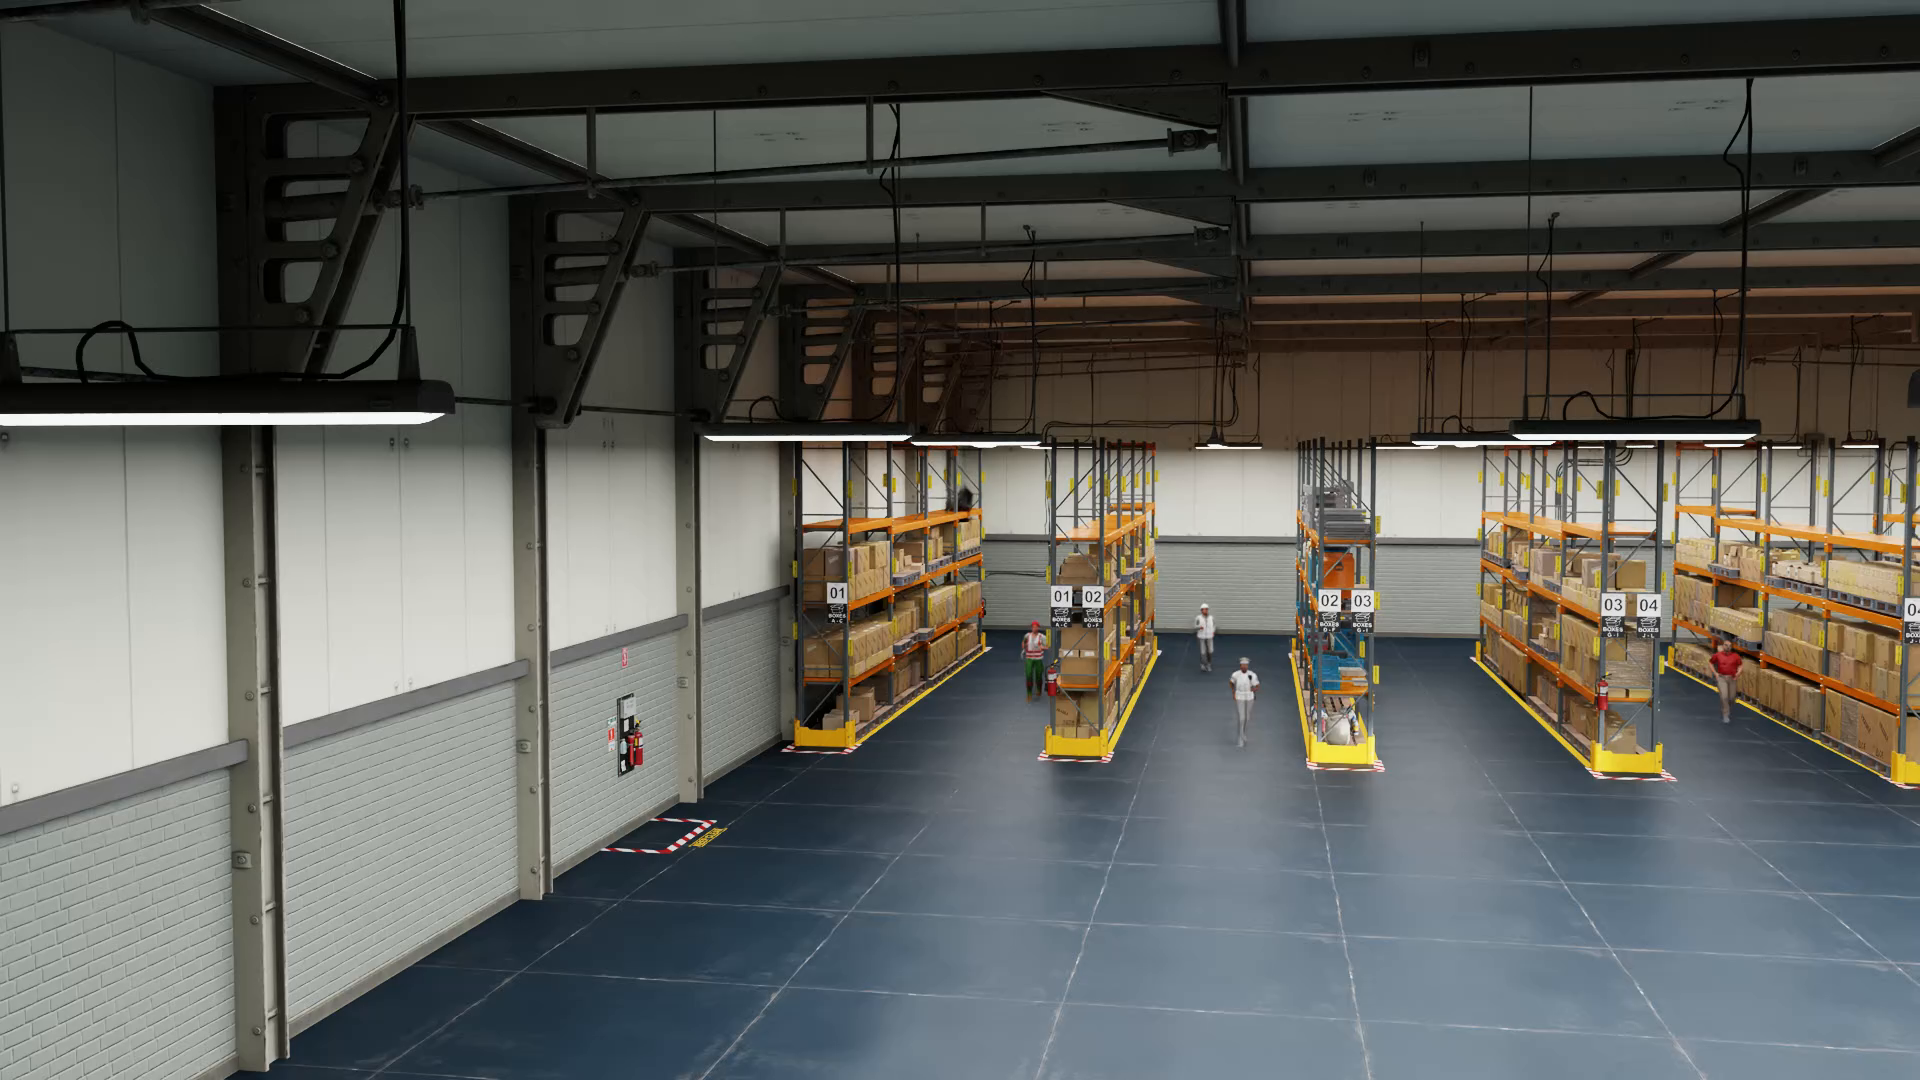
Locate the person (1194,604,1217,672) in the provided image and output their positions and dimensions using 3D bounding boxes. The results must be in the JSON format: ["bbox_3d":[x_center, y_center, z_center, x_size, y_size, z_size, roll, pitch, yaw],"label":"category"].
[{"bbox_3d":[6.397,2.560,43.266,0.640,1.789,0.669,0,3,0],"label":"person"}]

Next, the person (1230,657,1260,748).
[{"bbox_3d":[5.576,3.156,32.525,0.570,1.747,0.745,0,3,2],"label":"person"}]

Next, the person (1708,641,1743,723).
[{"bbox_3d":[16.349,2.994,35.481,0.676,1.705,0.785,1,3,13],"label":"person"}]

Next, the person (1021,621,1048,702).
[{"bbox_3d":[1.722,2.783,38.410,0.654,1.838,0.830,0,3,9],"label":"person"}]
